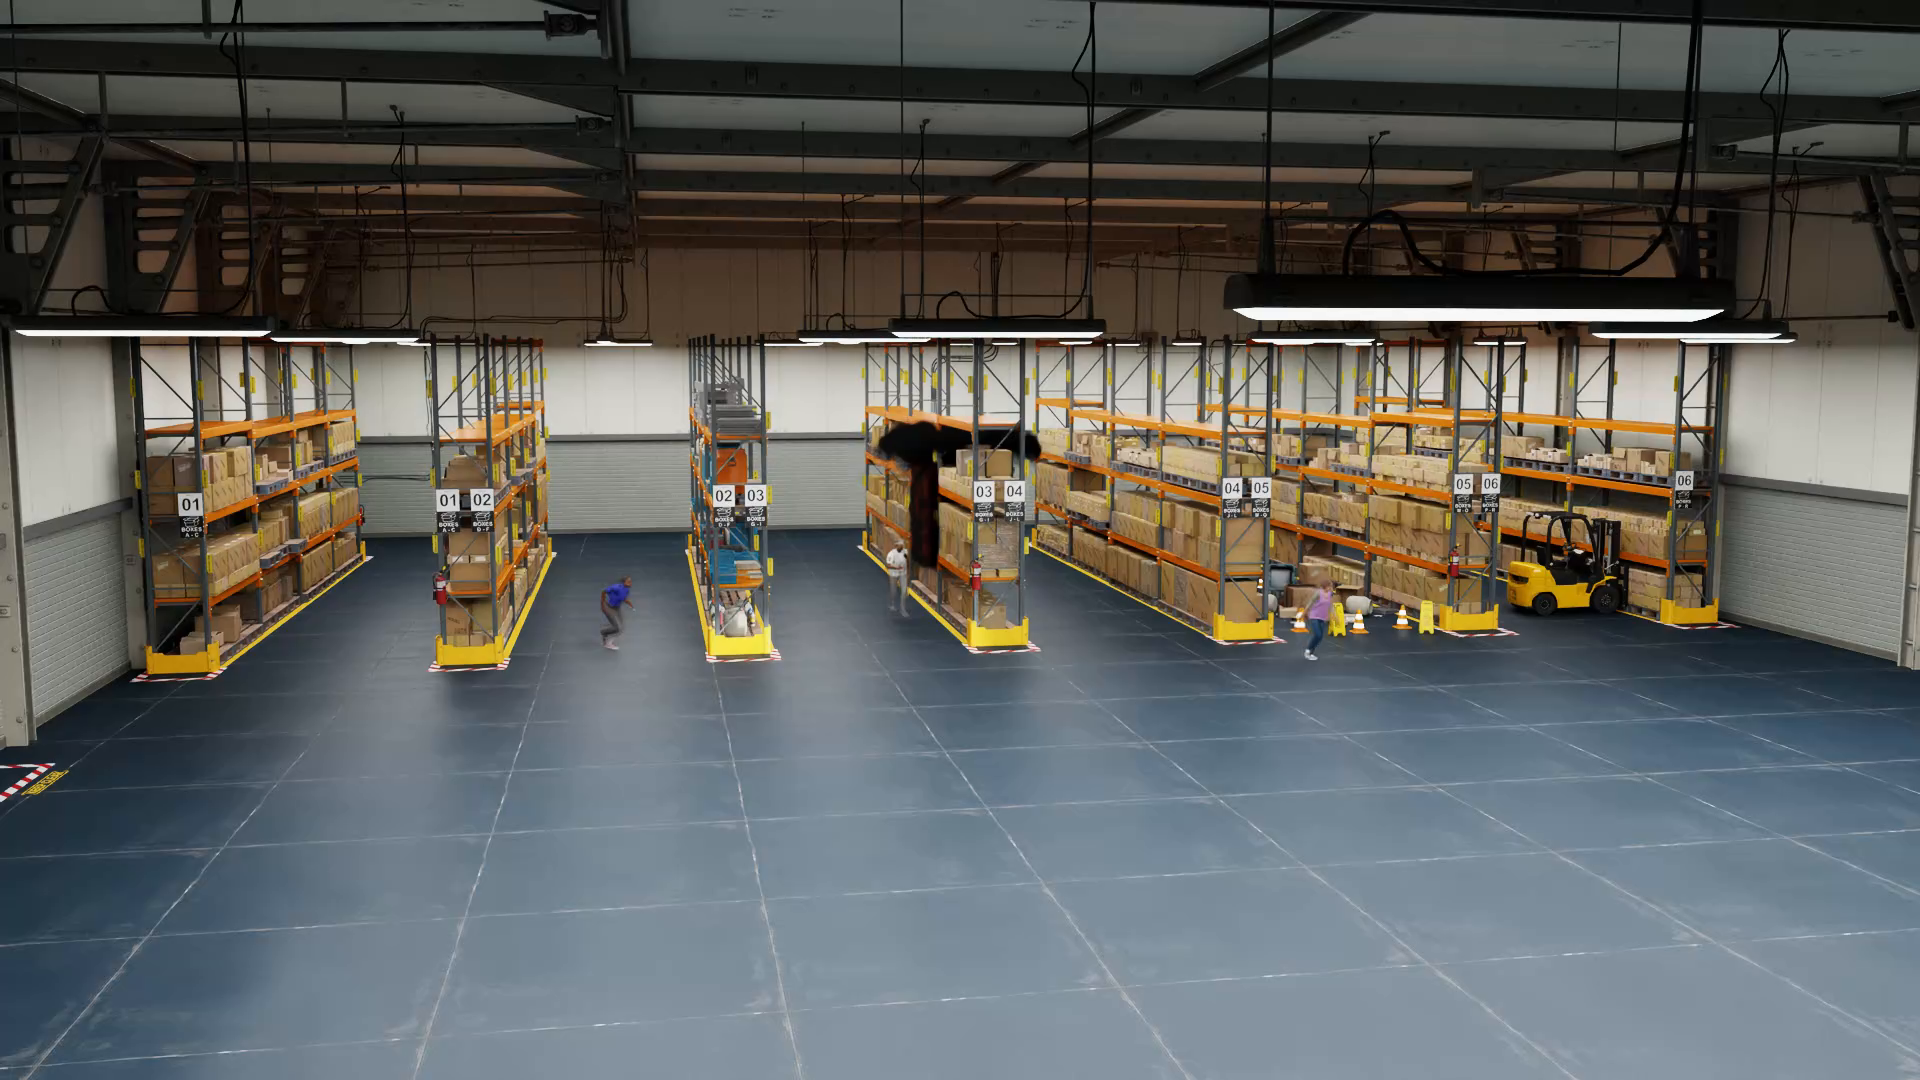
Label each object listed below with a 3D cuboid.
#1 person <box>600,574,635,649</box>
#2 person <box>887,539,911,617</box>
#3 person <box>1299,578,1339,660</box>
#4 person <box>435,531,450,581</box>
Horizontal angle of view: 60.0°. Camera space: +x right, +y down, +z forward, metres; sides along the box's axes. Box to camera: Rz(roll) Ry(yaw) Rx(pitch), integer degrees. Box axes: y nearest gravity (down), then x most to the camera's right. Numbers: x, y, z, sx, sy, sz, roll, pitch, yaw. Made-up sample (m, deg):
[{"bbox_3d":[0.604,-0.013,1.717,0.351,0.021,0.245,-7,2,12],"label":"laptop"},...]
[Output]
[{"bbox_3d":[-6.573,1.377,31.703,0.776,1.475,0.599,4,7,29],"label":"person"},{"bbox_3d":[-1.304,0.761,35.062,0.573,1.657,0.955,-2,7,-15],"label":"person"},{"bbox_3d":[6.611,1.460,30.580,0.552,1.546,0.595,-5,8,-35],"label":"person"},{"bbox_3d":[-12.427,0.281,40.477,0.733,1.627,0.906,-4,8,-30],"label":"person"}]
